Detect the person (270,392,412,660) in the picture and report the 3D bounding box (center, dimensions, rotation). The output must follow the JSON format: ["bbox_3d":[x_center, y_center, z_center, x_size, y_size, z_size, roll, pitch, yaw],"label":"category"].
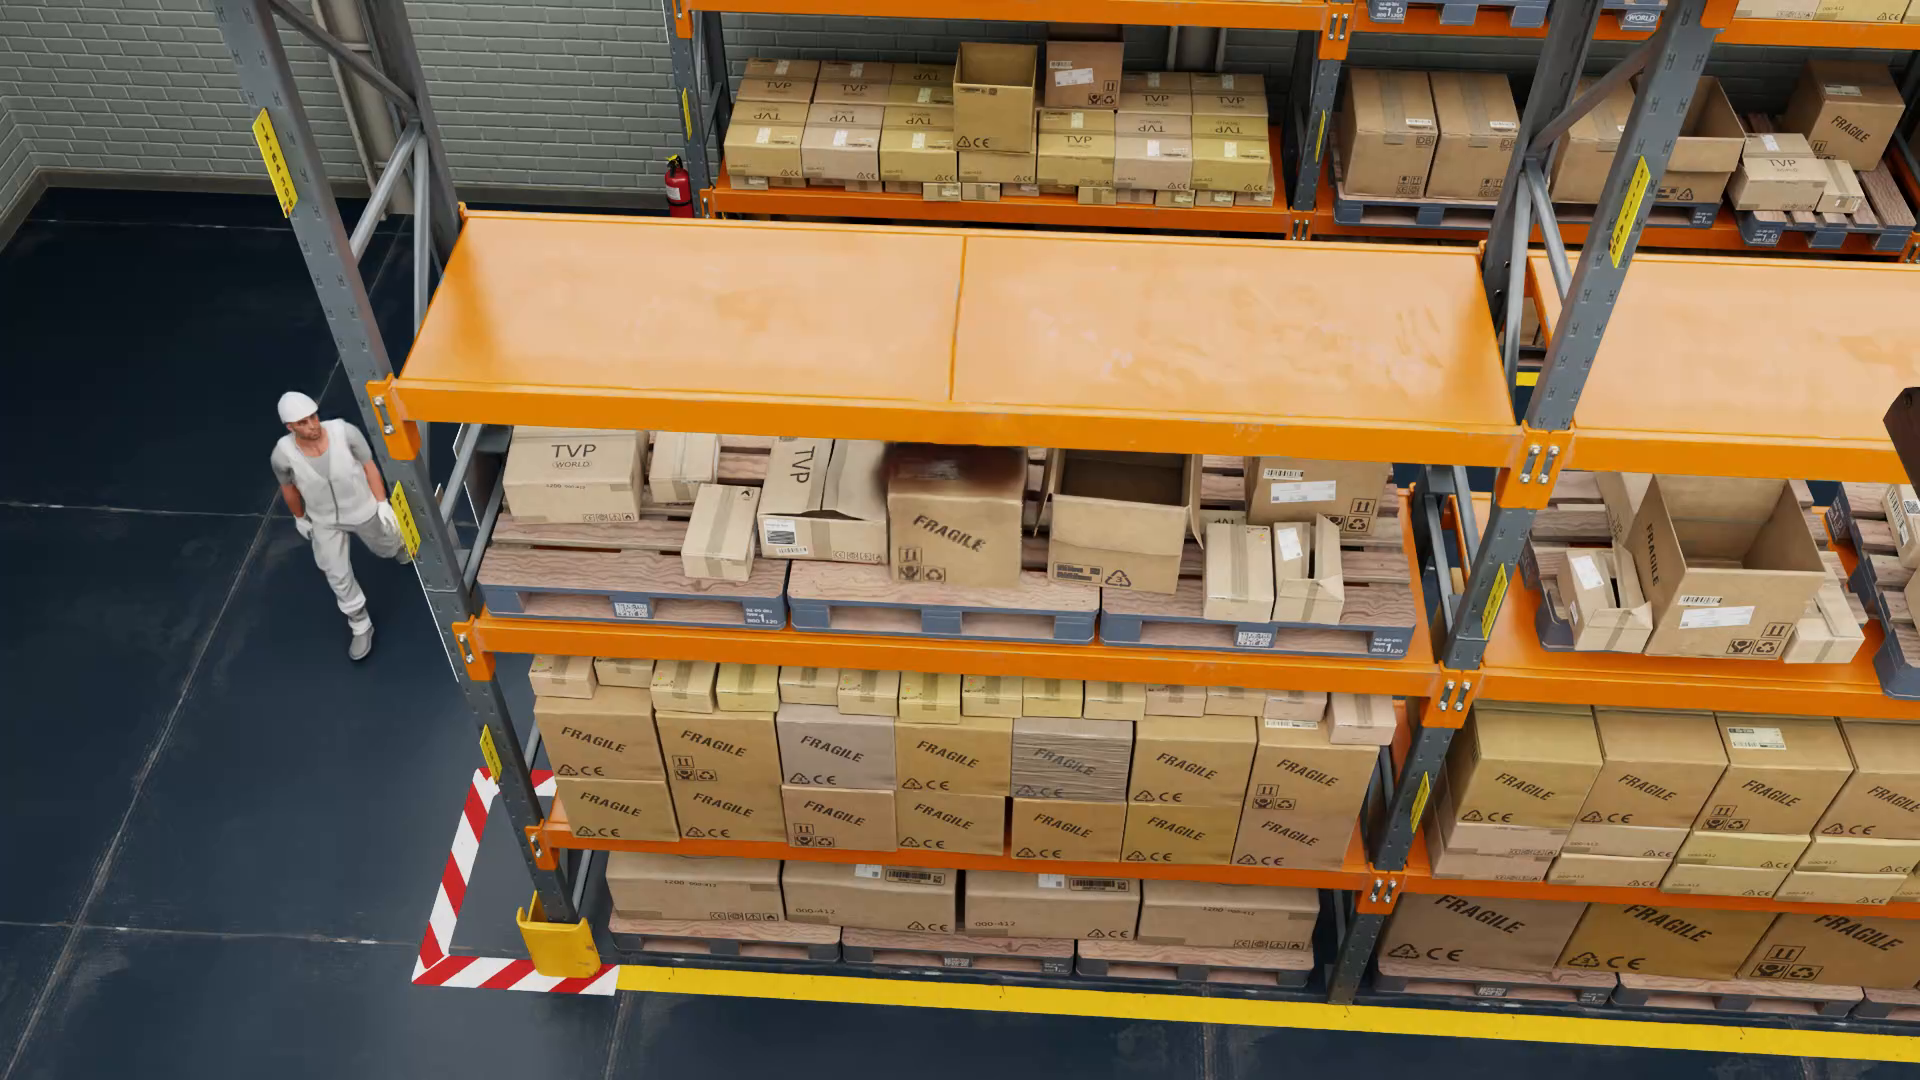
[{"bbox_3d":[-3.598,-0.195,9.741,0.608,1.742,0.987,-3,48,-3],"label":"person"}]
